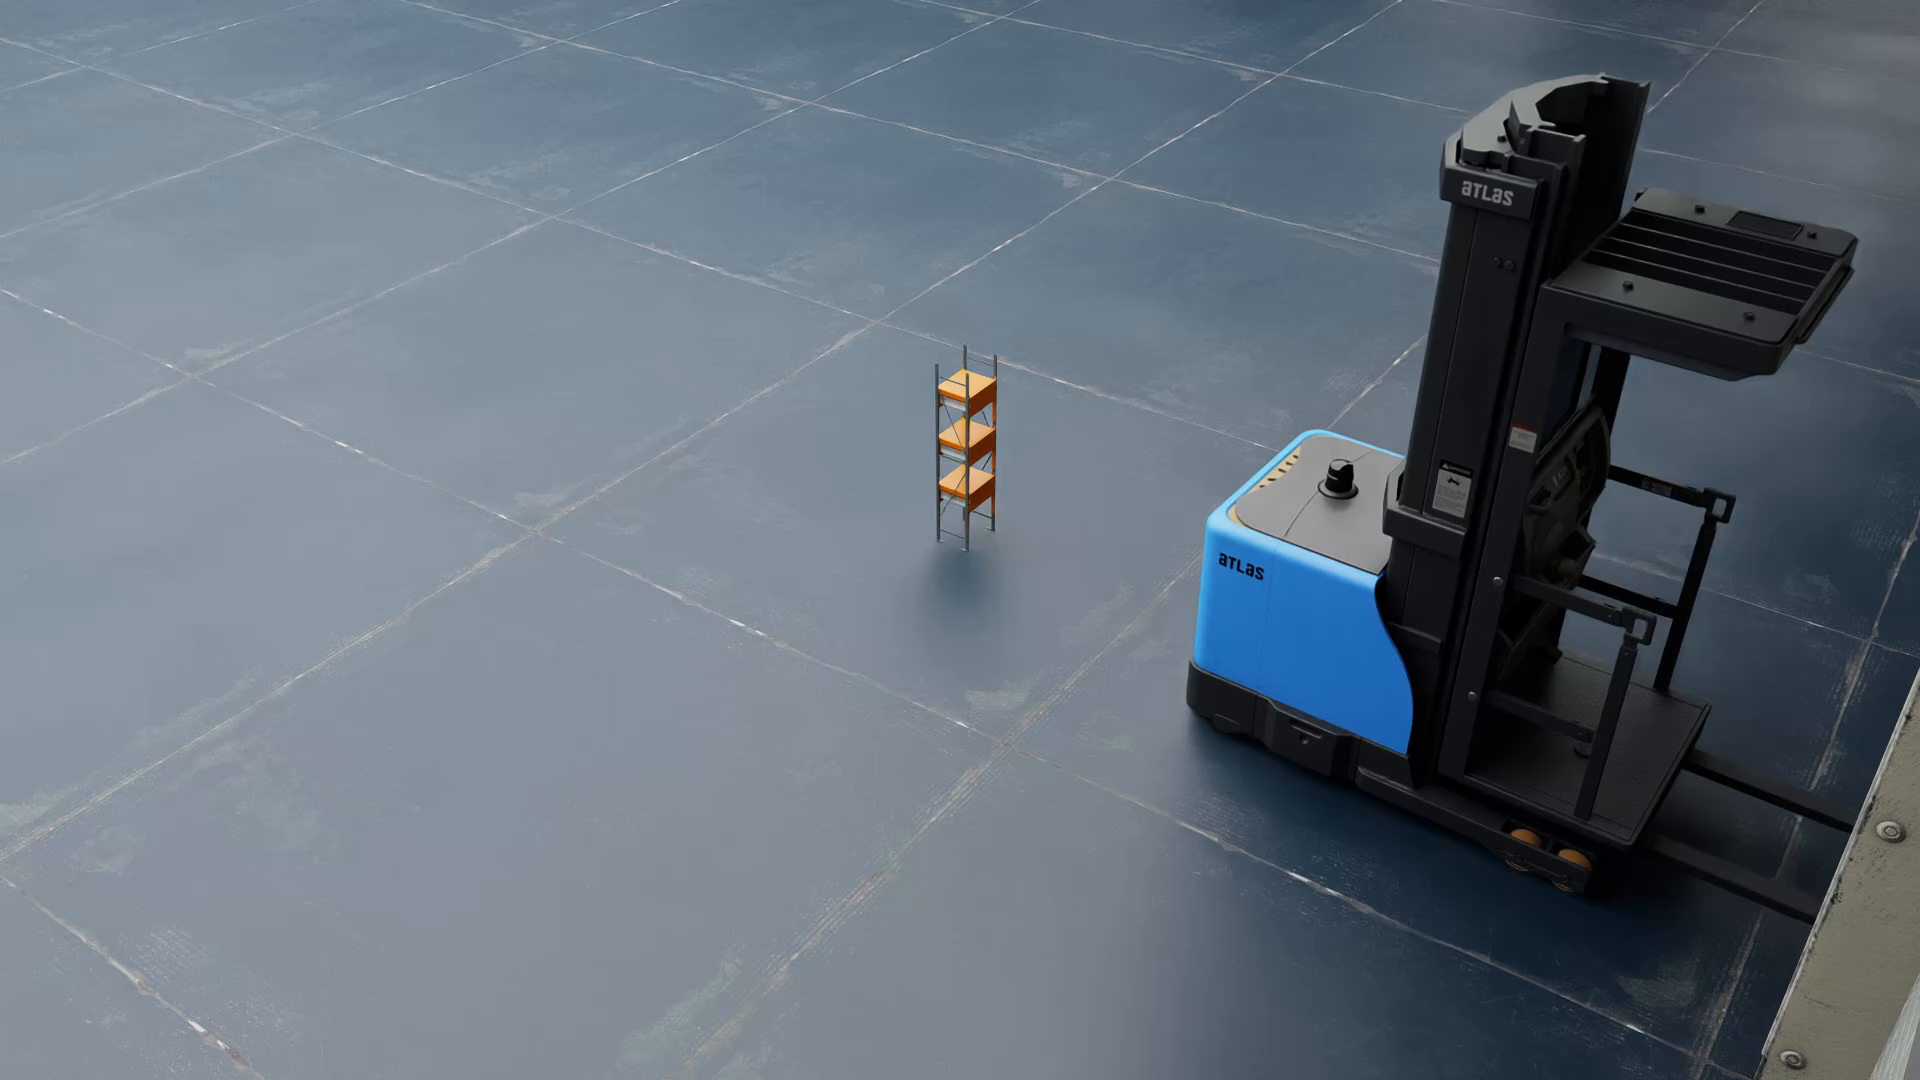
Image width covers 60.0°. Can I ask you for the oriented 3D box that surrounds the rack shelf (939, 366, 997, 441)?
[{"bbox_3d":[0.031,-0.686,8.339,0.215,0.259,0.240,21,39,28],"label":"rack shelf"}]

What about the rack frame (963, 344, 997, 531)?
[{"bbox_3d":[0.100,-0.516,8.575,0.200,1.050,0.008,21,39,28],"label":"rack frame"}]

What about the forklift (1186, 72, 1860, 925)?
[{"bbox_3d":[2.512,-0.145,6.347,3.031,2.935,1.130,22,40,29],"label":"forklift"}]

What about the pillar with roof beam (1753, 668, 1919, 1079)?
[{"bbox_3d":[-0.599,-3.131,5.346,9.100,9.000,0.400,21,39,28],"label":"pillar with roof beam"}]

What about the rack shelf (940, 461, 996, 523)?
[{"bbox_3d":[0.031,-0.221,8.654,0.215,0.259,0.240,21,39,28],"label":"rack shelf"}]

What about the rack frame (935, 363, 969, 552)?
[{"bbox_3d":[-0.039,-0.403,8.409,0.200,1.050,0.008,21,39,28],"label":"rack frame"}]

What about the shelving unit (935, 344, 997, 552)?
[{"bbox_3d":[0.031,-0.460,8.492,0.215,1.050,0.252,21,39,28],"label":"shelving unit"}]

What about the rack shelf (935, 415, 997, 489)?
[{"bbox_3d":[0.031,-0.451,8.498,0.215,0.259,0.240,21,39,28],"label":"rack shelf"}]
